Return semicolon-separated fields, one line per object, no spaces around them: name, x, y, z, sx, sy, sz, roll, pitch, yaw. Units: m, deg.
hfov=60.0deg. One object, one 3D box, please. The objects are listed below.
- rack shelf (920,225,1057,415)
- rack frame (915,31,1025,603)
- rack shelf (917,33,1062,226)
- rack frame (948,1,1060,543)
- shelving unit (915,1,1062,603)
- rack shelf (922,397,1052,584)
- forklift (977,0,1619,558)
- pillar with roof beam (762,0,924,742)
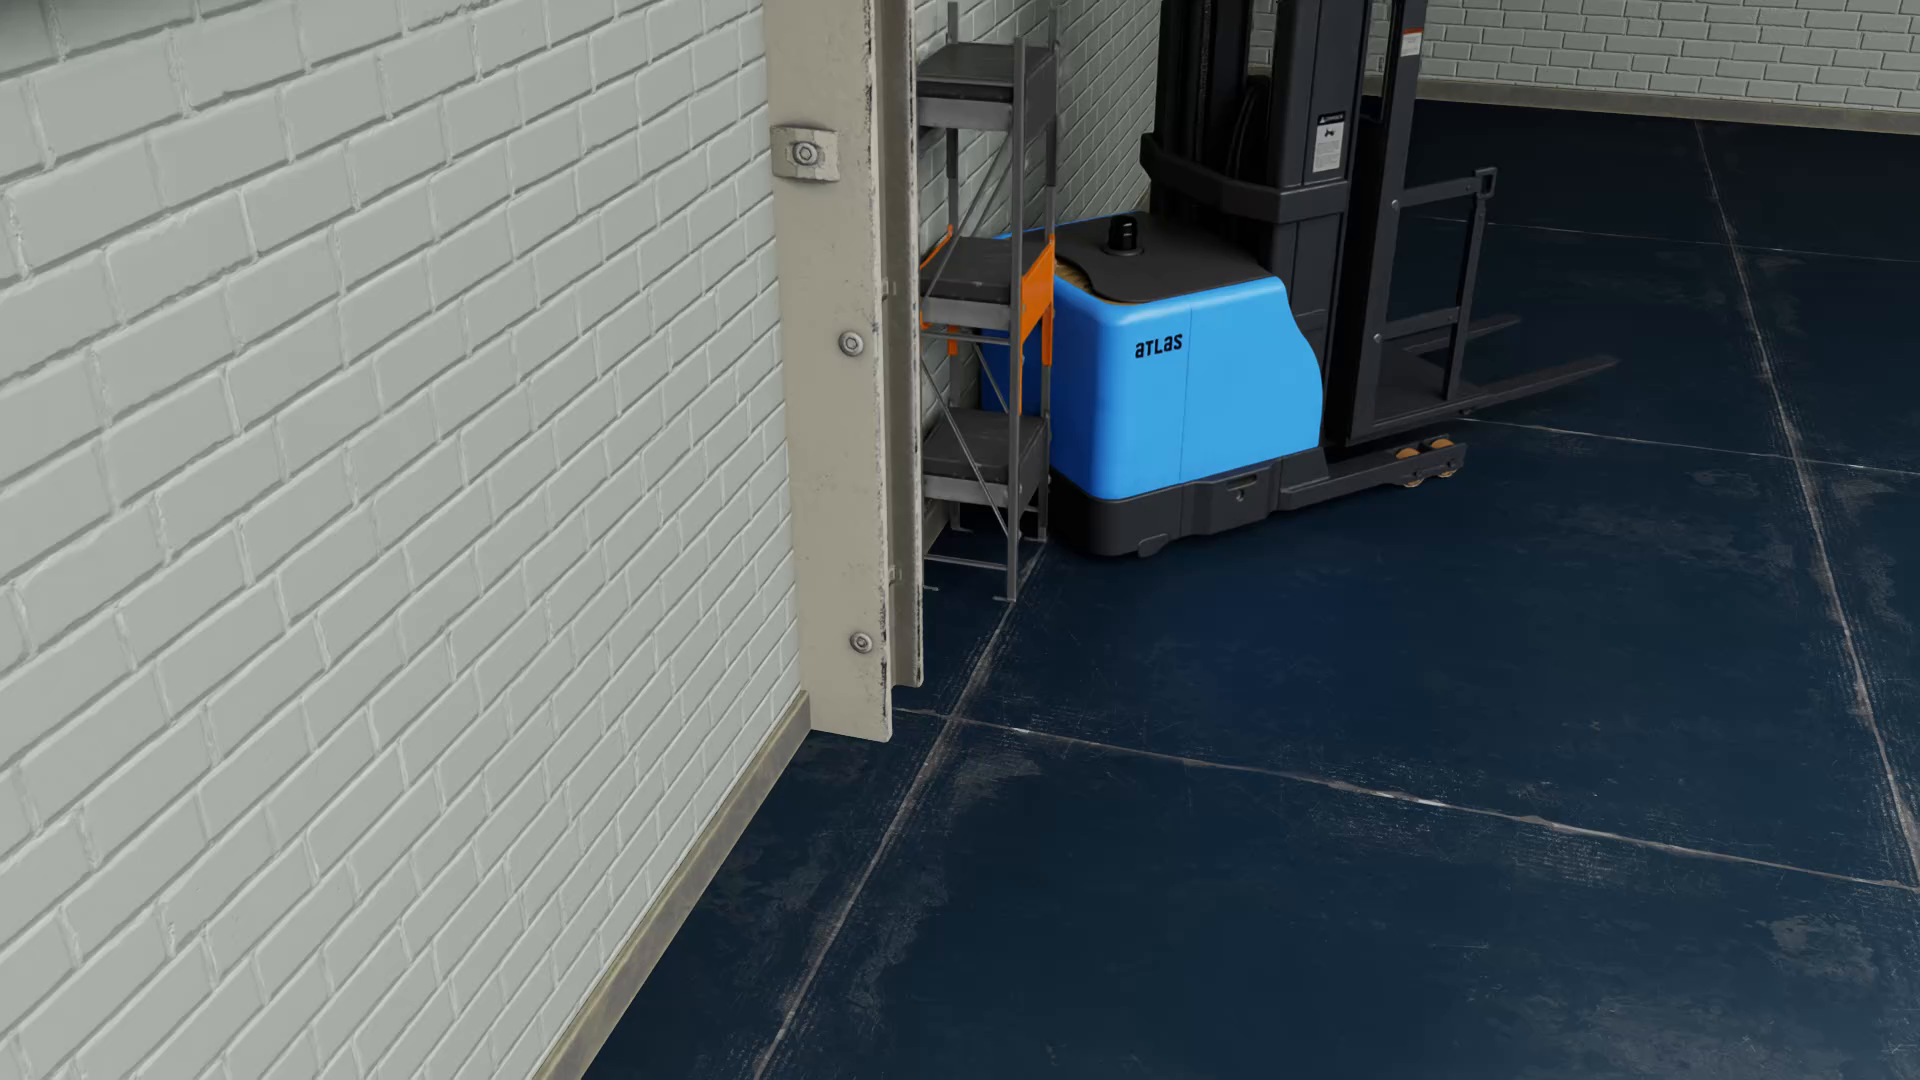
rack shelf;0.086;-0.810;6.071;0.431;0.518;0.480;8;30;14
rack frame;0.018;-0.709;5.859;0.400;2.100;0.015;8;30;14
rack shelf;0.084;-1.423;5.733;0.431;0.518;0.480;8;30;14
rack frame;0.153;-0.935;6.270;0.400;2.100;0.015;8;30;14
shelving unit;0.085;-0.822;6.064;0.431;2.100;0.503;8;30;14
rack shelf;0.087;-0.197;6.409;0.431;0.518;0.480;8;30;14
forklift;1.613;-1.715;6.818;3.031;2.935;1.130;-15;32;-25
pillar with roof beam;3.783;-2.758;2.450;9.100;9.000;0.400;8;30;15
